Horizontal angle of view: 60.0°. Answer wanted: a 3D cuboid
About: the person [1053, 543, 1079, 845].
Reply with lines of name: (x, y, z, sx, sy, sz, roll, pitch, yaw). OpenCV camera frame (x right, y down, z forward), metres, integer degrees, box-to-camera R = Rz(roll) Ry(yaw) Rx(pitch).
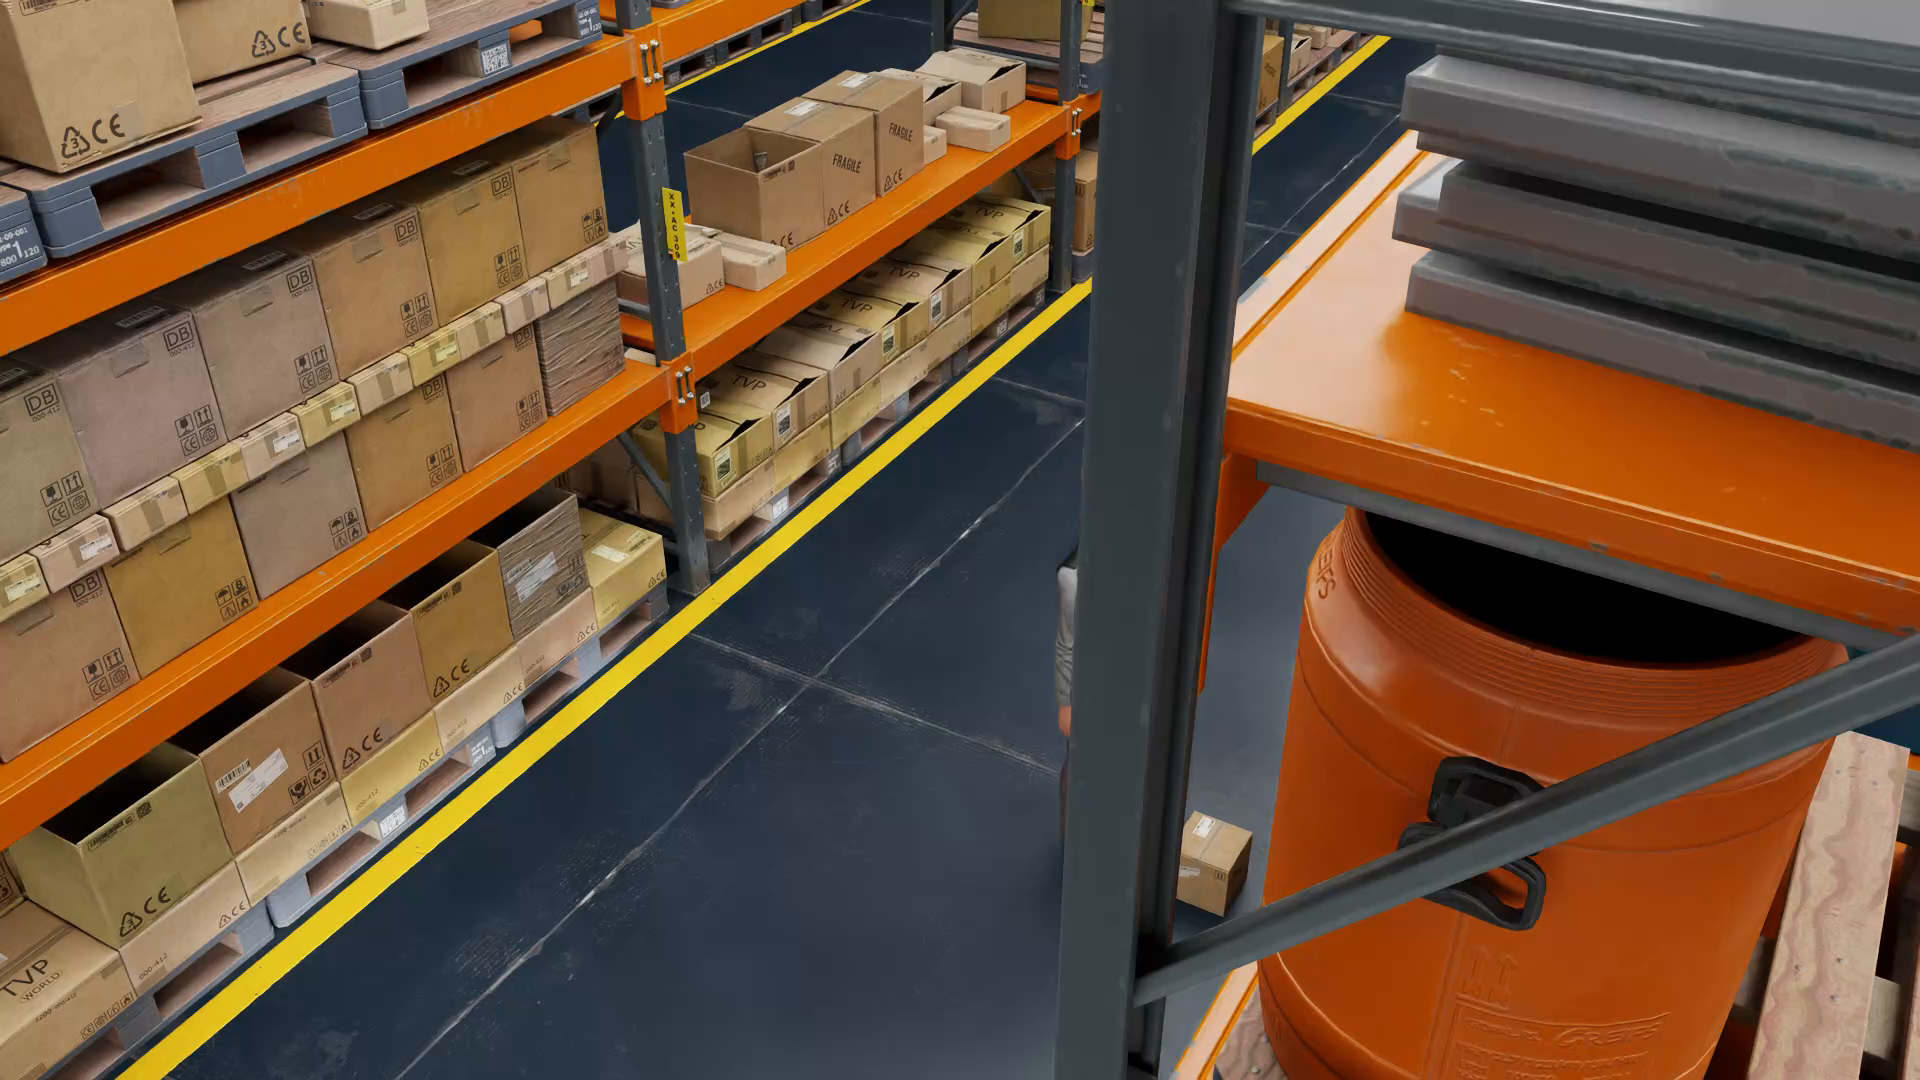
person: (0.589, 0.571, 6.349, 0.443, 1.779, 0.579, 24, 41, 32)
